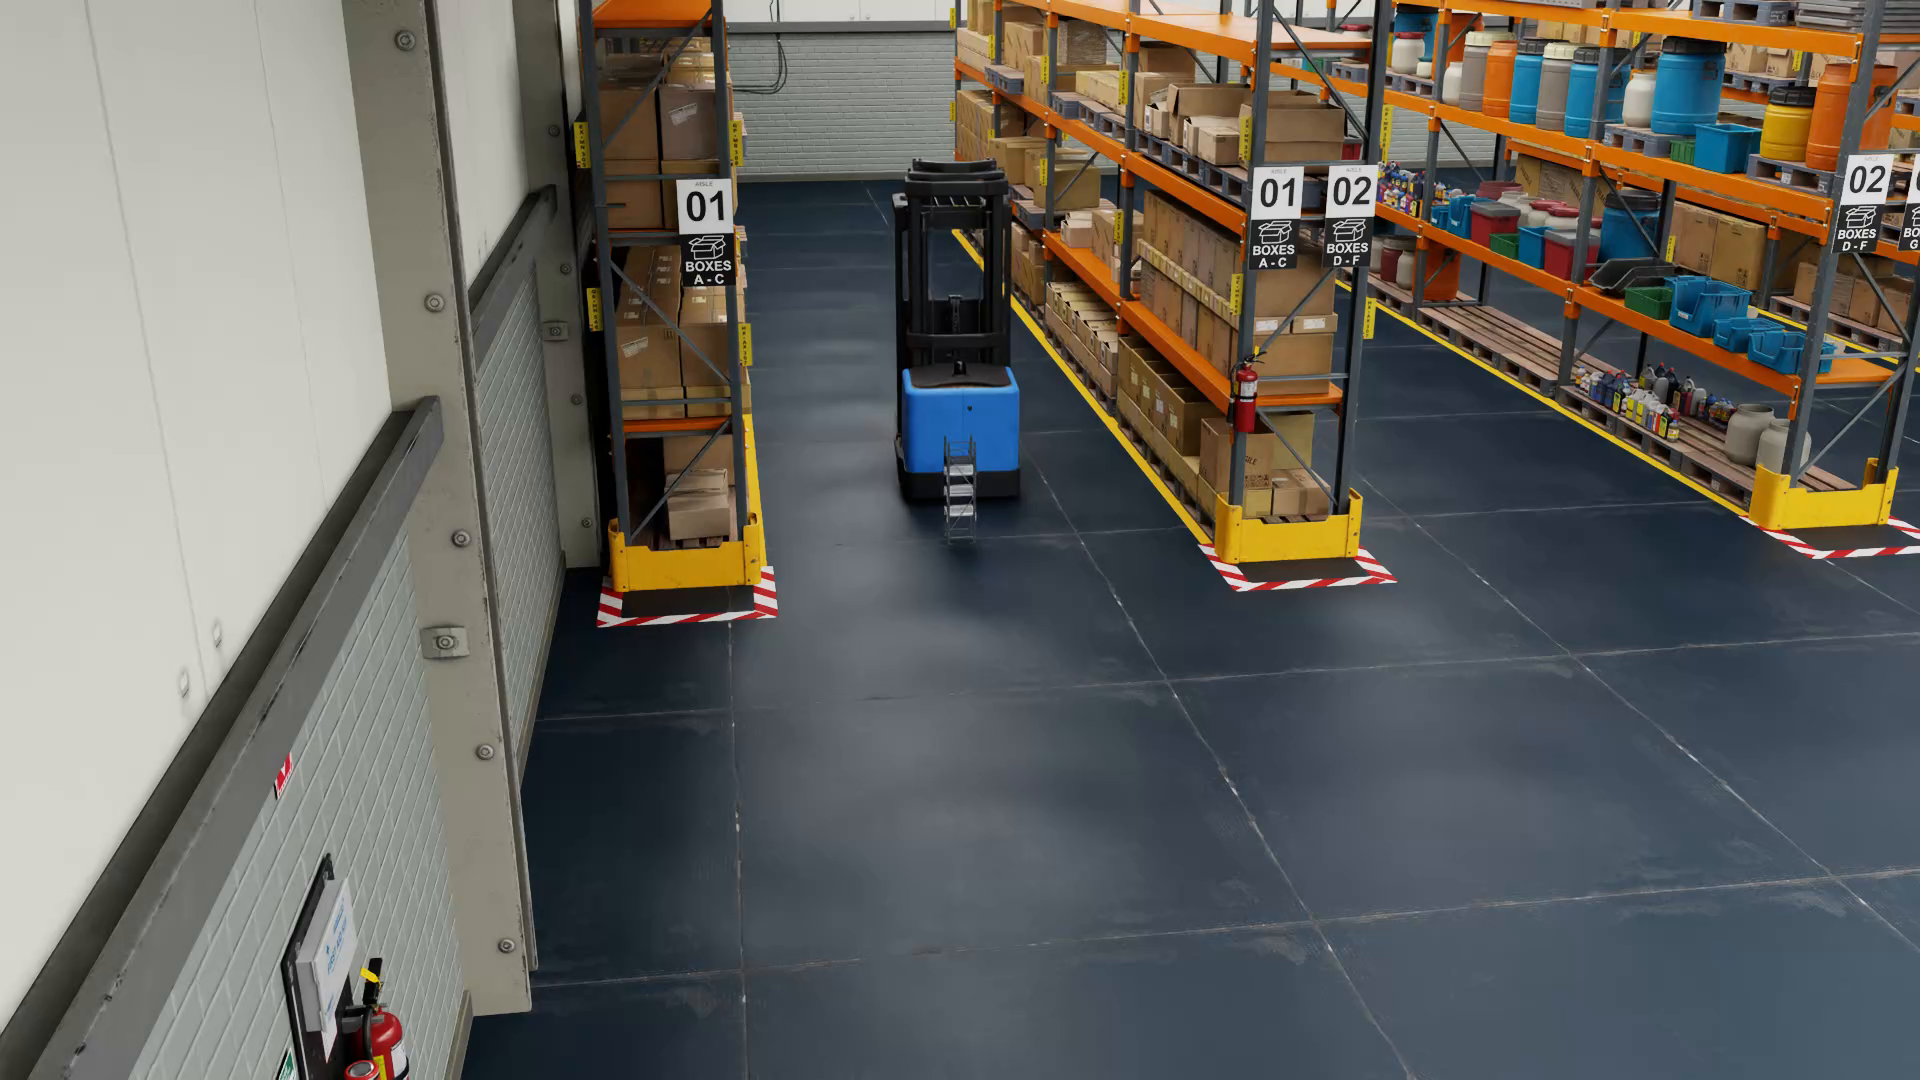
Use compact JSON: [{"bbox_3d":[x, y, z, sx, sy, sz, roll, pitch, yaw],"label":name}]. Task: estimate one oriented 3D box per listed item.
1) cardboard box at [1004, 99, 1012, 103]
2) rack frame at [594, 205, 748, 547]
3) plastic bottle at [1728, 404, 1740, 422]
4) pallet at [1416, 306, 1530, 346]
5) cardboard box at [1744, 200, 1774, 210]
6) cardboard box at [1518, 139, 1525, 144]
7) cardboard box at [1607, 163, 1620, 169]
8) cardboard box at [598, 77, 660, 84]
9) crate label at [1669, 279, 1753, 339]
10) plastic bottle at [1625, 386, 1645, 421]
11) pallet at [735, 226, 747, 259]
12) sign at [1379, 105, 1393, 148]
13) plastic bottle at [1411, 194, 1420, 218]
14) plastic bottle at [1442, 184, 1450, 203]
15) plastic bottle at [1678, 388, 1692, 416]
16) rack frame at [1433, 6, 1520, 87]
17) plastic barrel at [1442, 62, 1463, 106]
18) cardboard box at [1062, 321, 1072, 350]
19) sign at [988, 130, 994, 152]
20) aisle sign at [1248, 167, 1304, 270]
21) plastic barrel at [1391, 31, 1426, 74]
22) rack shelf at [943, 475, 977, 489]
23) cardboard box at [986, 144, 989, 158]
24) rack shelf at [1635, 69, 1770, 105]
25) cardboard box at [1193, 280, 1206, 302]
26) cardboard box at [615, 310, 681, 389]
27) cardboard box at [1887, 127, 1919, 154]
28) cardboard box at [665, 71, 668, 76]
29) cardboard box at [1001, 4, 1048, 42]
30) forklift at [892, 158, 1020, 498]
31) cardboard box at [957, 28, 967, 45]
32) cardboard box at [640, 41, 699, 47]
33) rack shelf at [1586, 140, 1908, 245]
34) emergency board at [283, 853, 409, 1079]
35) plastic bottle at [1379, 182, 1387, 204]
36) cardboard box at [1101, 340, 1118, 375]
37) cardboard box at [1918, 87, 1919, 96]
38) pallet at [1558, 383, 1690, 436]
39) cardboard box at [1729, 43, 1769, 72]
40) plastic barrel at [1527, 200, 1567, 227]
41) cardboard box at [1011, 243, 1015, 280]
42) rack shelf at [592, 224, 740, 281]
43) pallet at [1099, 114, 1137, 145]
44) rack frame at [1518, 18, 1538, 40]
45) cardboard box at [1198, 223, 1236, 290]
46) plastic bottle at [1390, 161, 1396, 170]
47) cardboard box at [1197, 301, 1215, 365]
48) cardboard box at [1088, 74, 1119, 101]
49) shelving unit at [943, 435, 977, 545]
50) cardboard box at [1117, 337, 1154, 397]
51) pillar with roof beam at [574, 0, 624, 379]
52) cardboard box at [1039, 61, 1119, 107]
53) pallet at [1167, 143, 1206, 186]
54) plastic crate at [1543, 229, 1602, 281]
[{"bbox_3d":[0.981,-6.688,26.265,0.500,0.500,0.500,-2,21,-6],"label":"cardboard box"},{"bbox_3d":[-2.177,-1.055,12.752,1.000,3.000,0.127,-3,21,-8],"label":"rack frame"},{"bbox_3d":[7.659,-1.211,16.424,0.061,0.283,0.133,-3,21,-7],"label":"plastic bottle"},{"bbox_3d":[6.547,-2.748,21.271,1.003,0.211,1.213,-3,21,-8],"label":"pallet"},{"bbox_3d":[11.058,-4.779,22.582,0.500,0.500,0.500,-2,21,-6],"label":"cardboard box"},{"bbox_3d":[9.985,-6.998,29.024,0.380,0.149,0.250,-3,21,-9],"label":"cardboard box"},{"bbox_3d":[10.430,-5.930,26.166,0.380,0.149,0.250,-3,21,-7],"label":"cardboard box"},{"bbox_3d":[-2.587,-3.309,12.900,0.500,0.500,0.500,-2,21,-4],"label":"cardboard box"},{"bbox_3d":[7.094,-2.194,15.754,0.502,0.435,0.616,-3,21,-8],"label":"crate label"},{"bbox_3d":[6.844,-1.391,16.811,0.144,0.351,0.185,-3,21,-8],"label":"plastic bottle"},{"bbox_3d":[-3.122,-3.493,19.556,1.213,0.211,1.003,-3,21,-8],"label":"pallet"},{"bbox_3d":[3.275,-3.183,12.803,0.100,0.325,0.005,-3,21,-8],"label":"sign"},{"bbox_3d":[5.993,-4.388,21.844,0.061,0.283,0.133,-3,21,-8],"label":"plastic bottle"},{"bbox_3d":[6.657,-4.724,22.745,0.061,0.283,0.133,-3,21,-8],"label":"plastic bottle"},{"bbox_3d":[7.417,-1.424,16.995,0.061,0.283,0.133,-3,21,-8],"label":"plastic bottle"},{"bbox_3d":[6.473,-7.134,20.457,1.000,3.000,0.127,-3,21,-8],"label":"rack frame"},{"bbox_3d":[6.215,-5.659,20.633,0.421,0.512,0.421,0,20,0],"label":"plastic barrel"},{"bbox_3d":[1.510,-2.434,19.776,0.500,0.250,0.500,-3,21,-9],"label":"cardboard box"},{"bbox_3d":[0.459,-5.836,24.317,0.100,0.325,0.005,-3,21,-8],"label":"sign"},{"bbox_3d":[2.443,-2.486,12.869,0.394,0.787,0.004,-3,21,-8],"label":"aisle sign"},{"bbox_3d":[6.069,-6.596,22.507,0.433,0.535,0.433,0,20,0],"label":"plastic barrel"},{"bbox_3d":[-0.001,-0.477,14.046,0.258,0.077,0.200,-3,21,-8],"label":"rack shelf"},{"bbox_3d":[0.669,-5.667,24.960,0.500,0.500,0.500,-3,21,-7],"label":"cardboard box"},{"bbox_3d":[11.086,-6.335,23.630,1.077,0.370,4.000,-3,21,-8],"label":"rack shelf"},{"bbox_3d":[2.293,-2.227,14.822,0.380,0.149,0.250,-2,21,-6],"label":"cardboard box"},{"bbox_3d":[-2.455,-1.497,13.052,0.500,0.500,0.500,-3,21,-8],"label":"cardboard box"},{"bbox_3d":[15.372,-6.513,26.800,0.500,0.500,0.500,-3,21,-8],"label":"cardboard box"},{"bbox_3d":[-2.931,-4.709,17.506,0.500,0.500,0.500,-4,21,-10],"label":"cardboard box"},{"bbox_3d":[0.887,-7.547,24.277,0.700,0.500,0.500,-3,21,-8],"label":"cardboard box"},{"bbox_3d":[-0.082,-2.220,15.971,1.130,2.935,3.031,-1,21,-4],"label":"forklift"},{"bbox_3d":[0.235,-8.224,27.160,0.500,0.250,0.500,-3,21,-8],"label":"cardboard box"},{"bbox_3d":[-3.652,-6.021,20.990,0.700,0.500,0.500,-2,21,-5],"label":"cardboard box"},{"bbox_3d":[7.338,-3.315,15.545,1.077,0.370,4.000,-3,21,-8],"label":"rack shelf"},{"bbox_3d":[-1.950,1.682,5.427,0.194,1.169,0.643,-3,21,-8],"label":"emergency board"},{"bbox_3d":[5.828,-4.784,22.904,0.061,0.283,0.133,-3,21,-8],"label":"plastic bottle"},{"bbox_3d":[1.806,-1.988,17.779,0.500,0.311,0.500,-3,21,-8],"label":"cardboard box"},{"bbox_3d":[11.582,-5.326,19.634,0.380,0.166,0.250,-3,21,-9],"label":"cardboard box"},{"bbox_3d":[7.106,-1.398,17.658,1.003,0.211,1.213,-3,21,-8],"label":"pallet"},{"bbox_3d":[11.004,-6.725,22.903,0.500,0.500,0.500,-2,21,-5],"label":"cardboard box"},{"bbox_3d":[6.961,-3.749,19.772,0.433,0.535,0.433,0,20,0],"label":"plastic barrel"},{"bbox_3d":[0.976,-3.958,23.471,0.500,0.500,0.500,-3,21,-7],"label":"cardboard box"},{"bbox_3d":[-2.465,-2.815,14.208,1.077,0.370,4.000,-3,21,-8],"label":"rack shelf"},{"bbox_3d":[2.008,-4.311,17.457,0.805,0.209,1.217,-4,21,-10],"label":"pallet"},{"bbox_3d":[10.222,-10.154,28.542,1.000,3.000,0.127,-3,21,-8],"label":"rack frame"},{"bbox_3d":[2.508,-2.497,14.618,0.700,0.500,0.500,-3,21,-8],"label":"cardboard box"},{"bbox_3d":[6.353,-5.384,24.415,0.144,0.351,0.185,-3,21,-8],"label":"plastic bottle"},{"bbox_3d":[2.524,-1.869,14.789,0.700,0.500,0.500,-3,21,-7],"label":"cardboard box"},{"bbox_3d":[1.786,-5.272,19.372,0.500,0.250,0.500,-2,21,-6],"label":"cardboard box"},{"bbox_3d":[-0.001,-0.424,14.066,0.258,0.900,0.210,-3,21,-8],"label":"shelving unit"},{"bbox_3d":[1.905,-1.774,16.937,0.500,0.500,0.500,-3,21,-8],"label":"cardboard box"},{"bbox_3d":[0.261,-6.358,18.378,9.100,9.000,0.400,-3,21,-8],"label":"pillar with roof beam"},{"bbox_3d":[1.475,-5.677,20.698,0.910,0.500,0.500,-3,21,-8],"label":"cardboard box"},{"bbox_3d":[2.469,-3.339,14.708,1.003,0.211,1.213,-3,21,-8],"label":"pallet"},{"bbox_3d":[6.678,-3.121,18.195,0.402,0.464,0.583,-3,21,-8],"label":"plastic crate"}]
